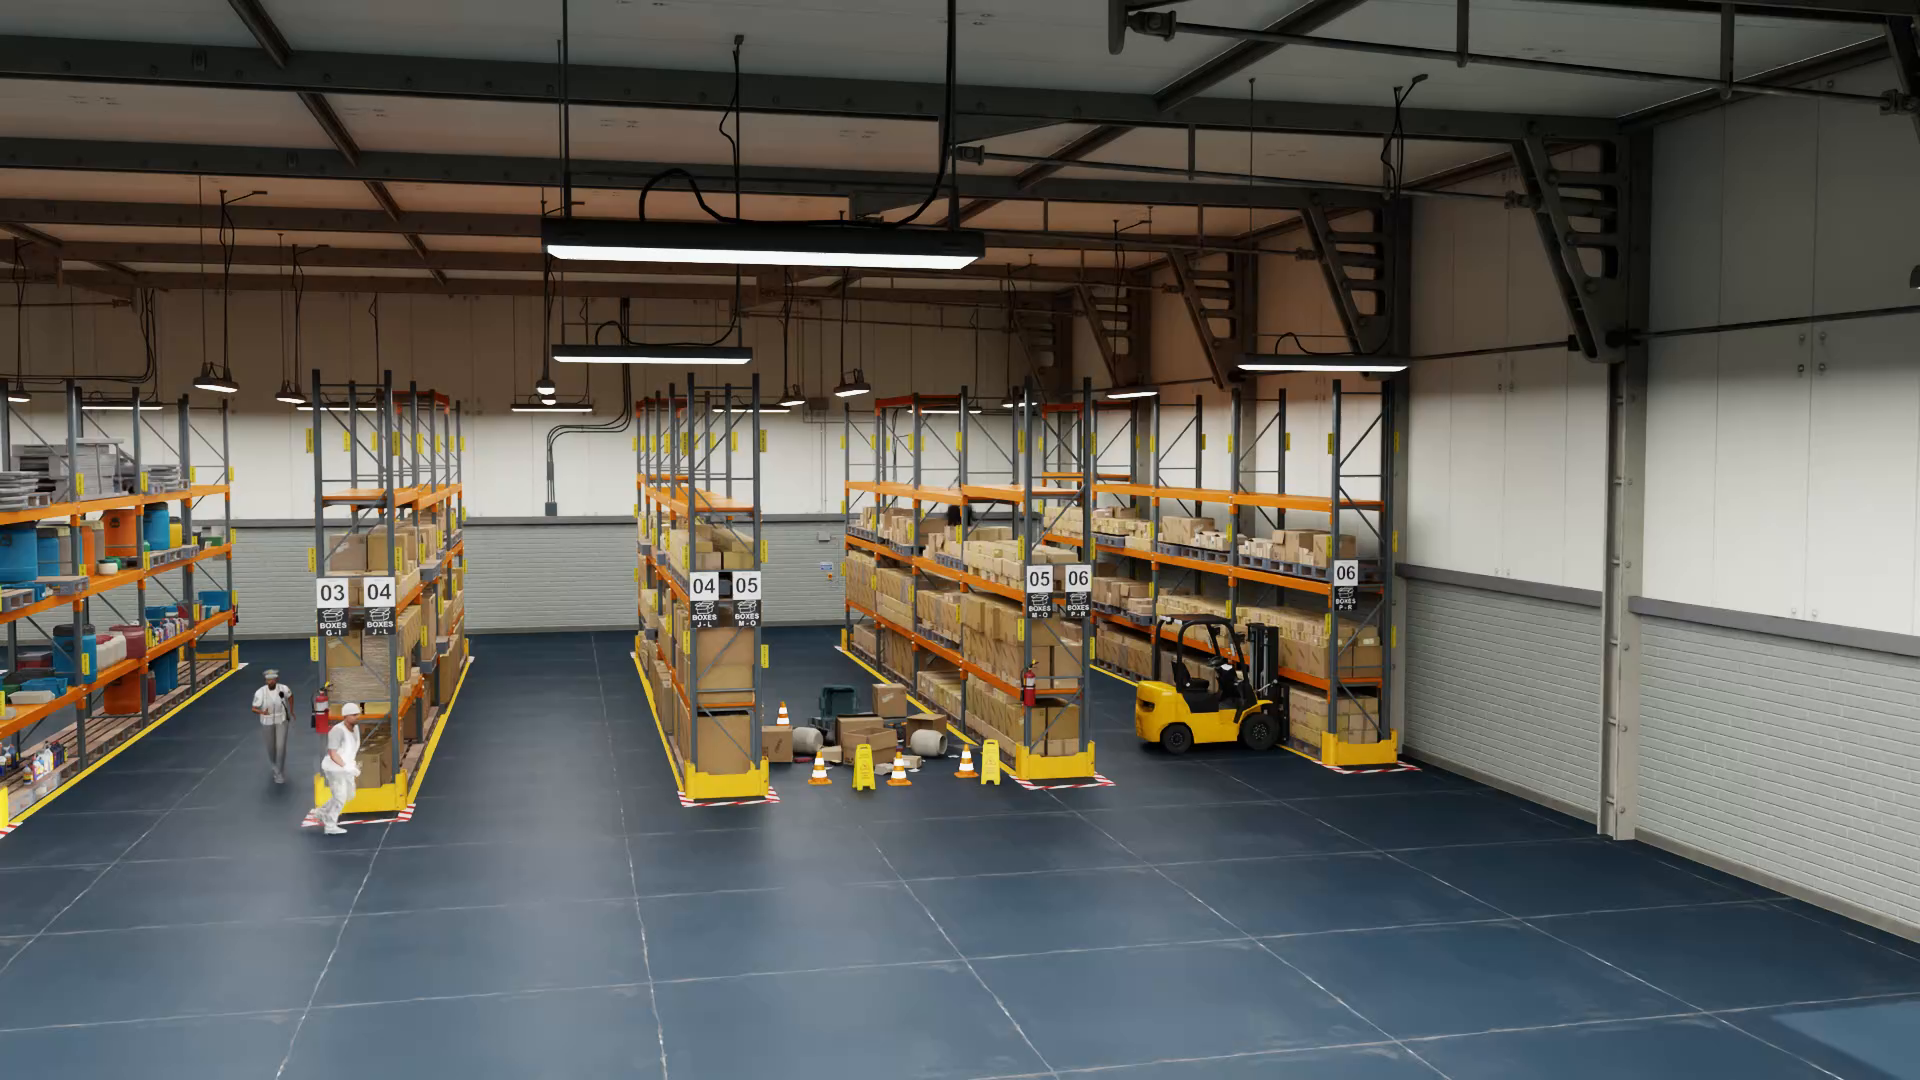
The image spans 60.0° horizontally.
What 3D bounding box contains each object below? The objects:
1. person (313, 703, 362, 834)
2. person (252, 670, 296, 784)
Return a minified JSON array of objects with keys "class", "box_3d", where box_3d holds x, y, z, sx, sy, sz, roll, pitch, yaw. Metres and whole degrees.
[{"class":"person","box_3d":[-7.972,2.921,21.278,0.770,1.703,0.674,0,3,6]},{"class":"person","box_3d":[-10.224,2.737,24.803,0.584,1.676,0.964,-1,3,-19]}]
